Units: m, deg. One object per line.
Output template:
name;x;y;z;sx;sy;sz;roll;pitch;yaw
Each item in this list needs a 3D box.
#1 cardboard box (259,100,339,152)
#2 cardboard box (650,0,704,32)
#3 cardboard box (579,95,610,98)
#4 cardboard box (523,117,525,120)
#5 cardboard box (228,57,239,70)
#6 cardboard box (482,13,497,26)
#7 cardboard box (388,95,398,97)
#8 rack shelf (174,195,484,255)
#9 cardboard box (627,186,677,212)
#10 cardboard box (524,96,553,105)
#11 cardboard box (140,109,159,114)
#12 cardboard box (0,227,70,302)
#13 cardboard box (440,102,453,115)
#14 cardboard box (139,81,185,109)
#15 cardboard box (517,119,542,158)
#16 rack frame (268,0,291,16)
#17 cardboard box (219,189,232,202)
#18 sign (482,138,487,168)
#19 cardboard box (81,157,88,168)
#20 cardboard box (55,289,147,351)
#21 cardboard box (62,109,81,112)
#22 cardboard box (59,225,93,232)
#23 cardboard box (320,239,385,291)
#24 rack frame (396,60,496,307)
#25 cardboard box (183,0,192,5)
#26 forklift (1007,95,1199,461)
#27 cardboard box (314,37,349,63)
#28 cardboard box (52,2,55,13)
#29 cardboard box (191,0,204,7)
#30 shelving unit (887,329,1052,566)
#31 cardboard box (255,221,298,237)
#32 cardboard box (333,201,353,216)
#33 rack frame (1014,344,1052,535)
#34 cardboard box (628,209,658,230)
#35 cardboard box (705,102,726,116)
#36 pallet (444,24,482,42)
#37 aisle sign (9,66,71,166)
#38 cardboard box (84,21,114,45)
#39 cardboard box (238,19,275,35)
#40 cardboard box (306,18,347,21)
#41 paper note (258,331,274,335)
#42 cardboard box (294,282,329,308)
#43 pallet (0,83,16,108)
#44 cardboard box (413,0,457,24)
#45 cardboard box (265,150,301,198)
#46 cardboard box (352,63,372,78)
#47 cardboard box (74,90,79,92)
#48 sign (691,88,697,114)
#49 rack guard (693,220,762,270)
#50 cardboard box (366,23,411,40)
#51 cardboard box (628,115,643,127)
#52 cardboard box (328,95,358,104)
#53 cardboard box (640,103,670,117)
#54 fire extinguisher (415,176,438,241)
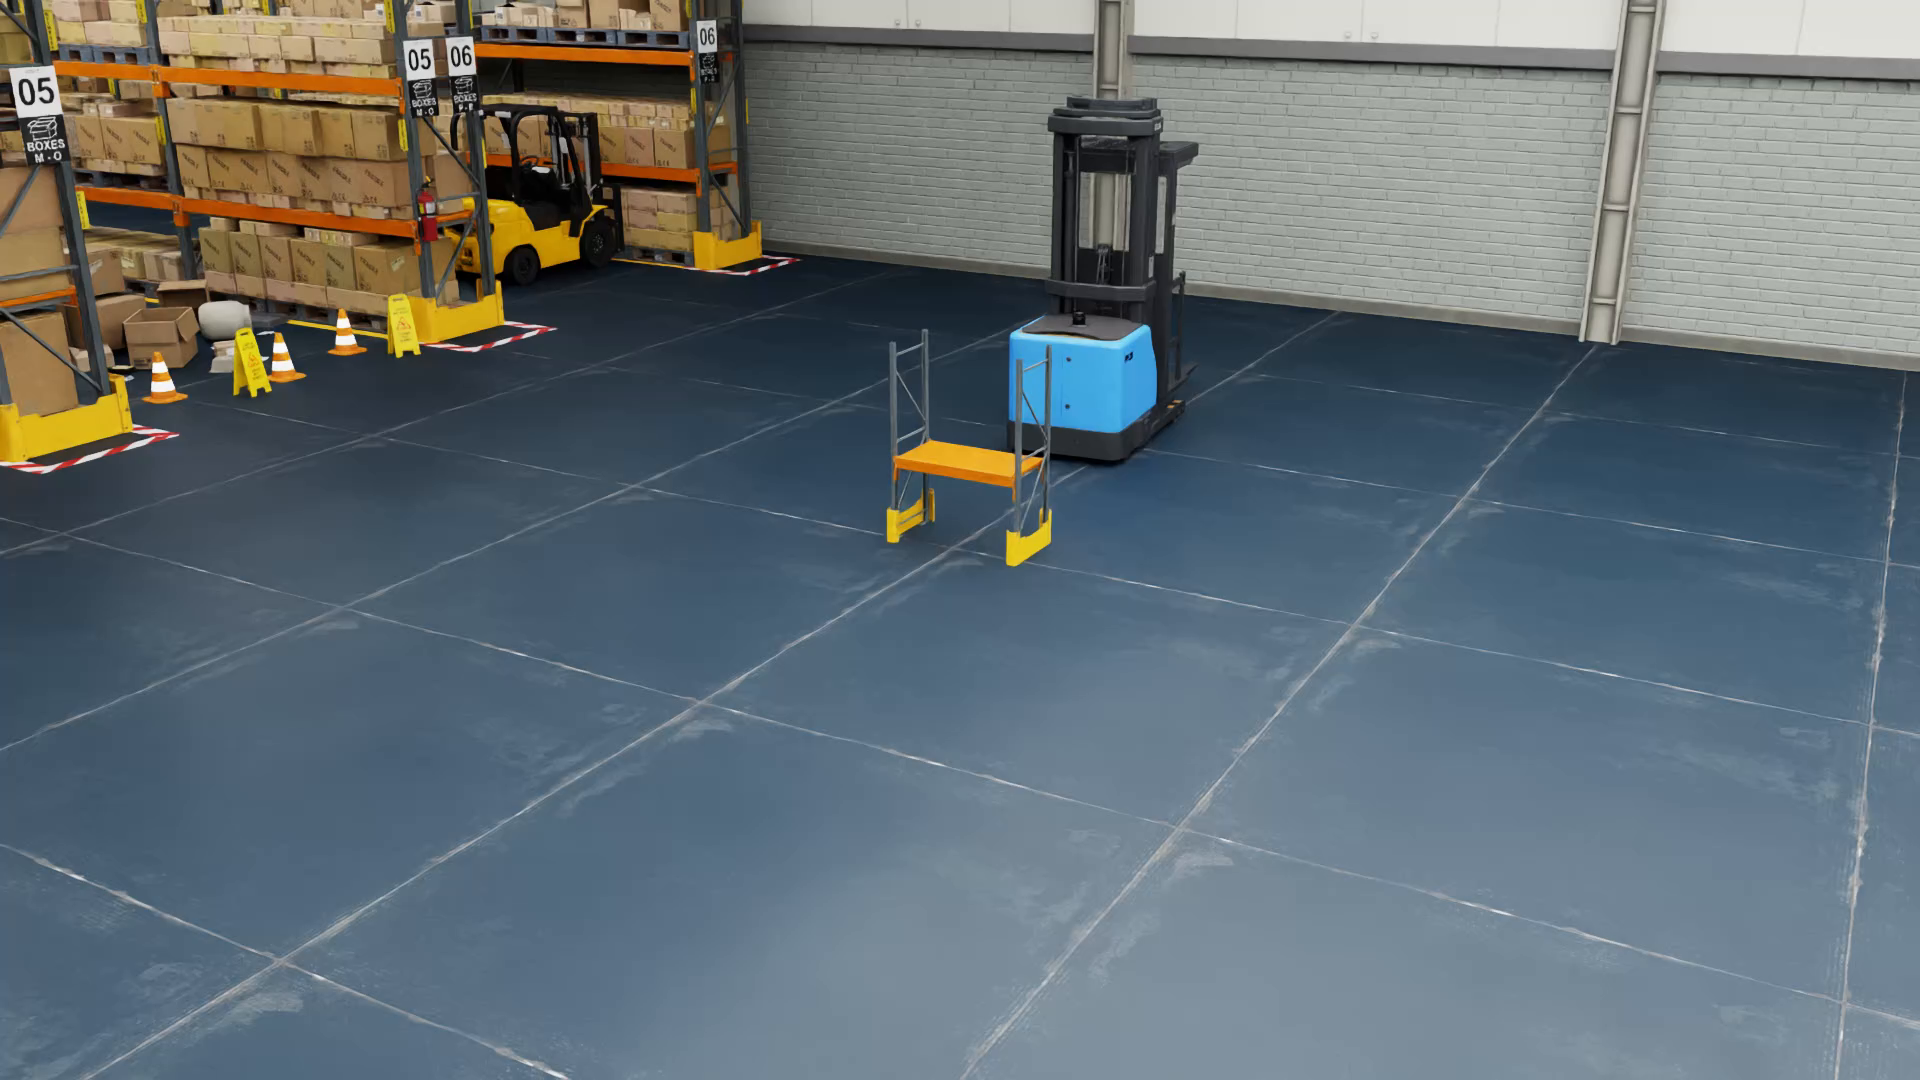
cardboard box;-7.474;-4.702;18.880;0.500;0.500;0.700;11;22;27
cardboard box;-3.708;-6.941;21.794;0.500;0.500;0.500;12;23;29
cardboard box;-5.166;-6.210;23.552;0.250;0.149;0.380;11;22;27
cardboard box;-6.077;-6.047;23.539;0.250;0.149;0.380;11;23;27
cardboard box;-8.061;-5.423;18.886;0.250;0.149;0.380;10;22;26
cardboard box;-6.451;-7.275;23.230;0.250;0.149;0.380;11;23;28
cardboard box;-8.454;-6.678;25.278;0.250;0.149;0.380;12;23;29
rack shelf;-7.366;-3.755;19.373;4.000;0.370;1.077;11;23;27
cardboard box;-4.205;-4.681;22.820;0.500;0.250;0.500;11;23;28
cardboard box;-5.887;-6.125;23.317;0.250;0.149;0.380;11;23;28
cardboard box;-10.244;-5.143;20.945;0.500;0.500;0.500;11;22;27
cardboard box;-8.292;-2.389;14.332;0.550;0.550;0.875;11;23;27
cardboard box;-7.335;-6.284;24.193;0.250;0.149;0.380;10;22;27
cardboard box;-12.913;-7.246;27.179;0.500;0.500;0.700;11;23;28
cardboard box;-5.972;-5.718;23.583;0.500;0.500;0.500;11;23;28
rack frame;-10.187;-9.389;25.053;0.127;3.000;1.000;11;23;27
cardboard box;-8.501;-4.098;19.632;0.250;0.149;0.380;11;23;27
sign;-5.355;-4.329;18.631;0.005;0.325;0.100;11;23;27
cardboard box;-10.759;-4.757;20.832;0.250;0.149;0.380;10;22;25
cardboard box;-9.208;-2.342;17.885;0.503;0.637;0.797;11;23;27
cardboard box;-11.399;-5.161;20.994;0.500;0.500;0.500;11;23;28
cardboard box;-12.116;-3.956;22.110;0.625;0.372;0.950;9;22;24
cardboard box;-6.904;-3.159;18.993;0.500;0.500;0.500;12;23;29
rack frame;-5.620;-3.761;18.333;0.127;3.000;1.000;11;23;27
cardboard box;-12.259;-8.492;26.147;0.250;0.149;0.380;11;23;28
forklift;1.459;-2.512;14.991;1.130;2.935;3.031;9;22;22
cardboard box;-6.630;-5.333;18.053;0.500;0.250;0.500;10;22;27
cardboard box;-14.681;-8.803;27.619;0.500;0.250;0.500;10;22;25
cardboard box;-11.764;-8.421;25.981;0.250;0.149;0.380;11;23;27
shelving unit;0.067;-0.692;12.074;1.083;1.500;0.587;11;23;27
cardboard box;-7.963;-3.642;19.372;0.250;0.149;0.380;12;23;30
cardboard box;-6.779;-3.733;18.626;0.250;0.149;0.380;11;23;28
rack frame;0.518;-0.606;11.837;0.032;1.500;0.500;11;23;27
cardboard box;-4.212;-4.453;22.926;0.500;0.250;0.500;11;22;27
cardboard box;-3.391;-5.850;22.560;0.250;0.149;0.380;10;22;26
pallet;-7.471;-7.367;24.157;1.217;0.209;0.805;10;22;25
aisle sign;-7.738;-3.570;13.995;0.004;0.787;0.394;11;23;27
cardboard box;-10.132;-6.102;19.995;0.500;0.250;0.500;11;23;28
cardboard box;-7.832;-5.743;18.598;0.250;0.149;0.380;10;22;26
cardboard box;-7.144;-5.810;18.782;0.250;0.149;0.380;11;23;28
paper note;-7.841;-2.345;18.784;0.148;0.019;0.142;3;20;9
cardboard box;-7.365;-2.894;19.360;0.500;0.250;0.500;10;22;25
pallet;-8.598;-3.759;14.060;1.213;0.211;1.003;11;23;27
cardboard box;-7.445;-7.565;23.789;0.500;0.311;0.500;10;22;26
cardboard box;-7.531;-4.214;19.002;0.500;0.500;0.500;11;23;28
cardboard box;-6.301;-5.060;17.886;0.250;0.149;0.380;11;23;28
cardboard box;-15.304;-7.715;29.018;0.500;0.250;0.500;11;23;27
sign;-3.479;-5.735;21.732;0.005;0.325;0.100;11;23;27
rack guard;-3.181;-4.060;22.824;0.348;0.500;1.175;11;23;27
cardboard box;-6.059;-5.396;17.641;0.250;0.149;0.380;11;23;28
cardboard box;-4.287;-5.705;22.595;0.250;0.149;0.380;11;22;27
cardboard box;-9.347;-6.662;25.233;0.250;0.149;0.380;11;23;28
cardboard box;-4.090;-5.795;22.407;0.250;0.149;0.380;11;23;28
fire extinguisher;-5.745;-3.568;17.916;0.183;0.674;0.296;11;23;27
